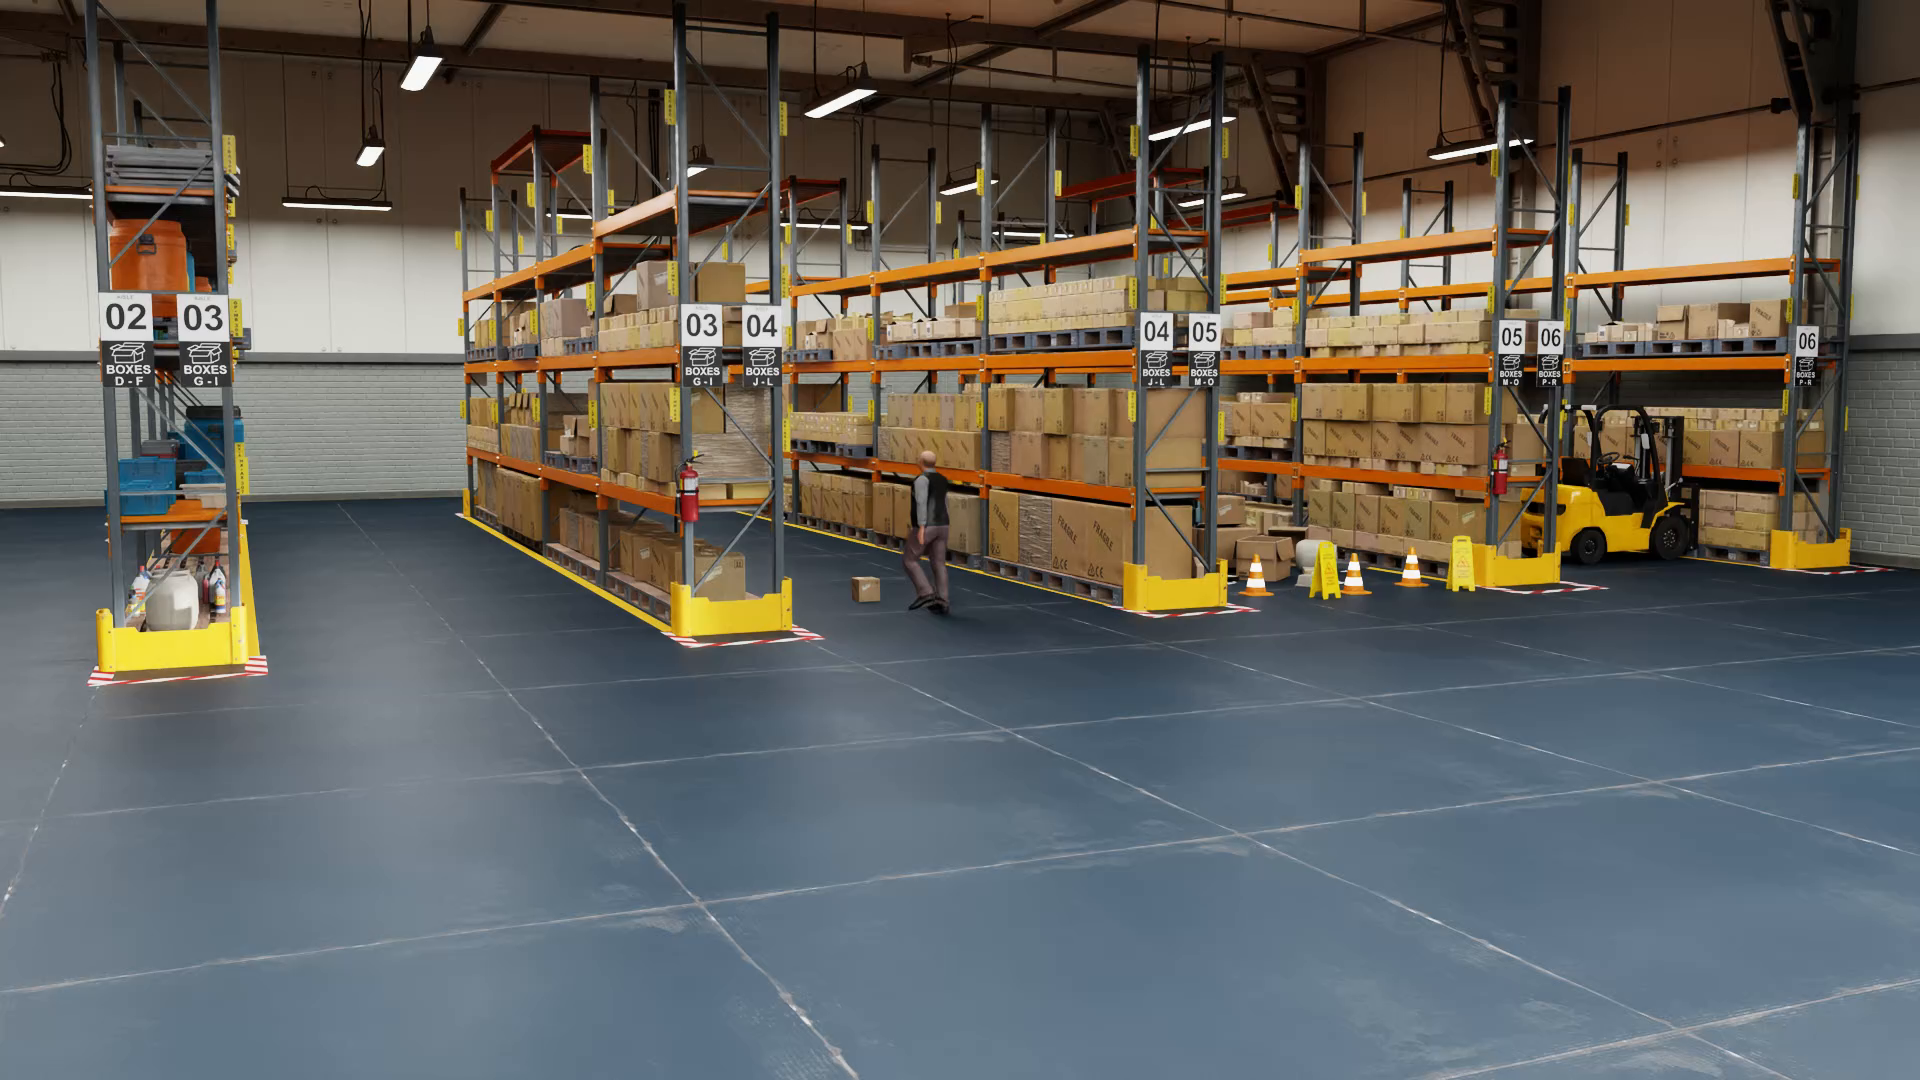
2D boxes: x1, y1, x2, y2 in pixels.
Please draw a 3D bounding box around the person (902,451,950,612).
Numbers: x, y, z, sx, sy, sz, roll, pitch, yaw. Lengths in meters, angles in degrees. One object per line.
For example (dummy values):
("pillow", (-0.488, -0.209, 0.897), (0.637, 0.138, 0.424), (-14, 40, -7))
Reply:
("person", (-0.302, -0.099, 17.754), (0.529, 1.704, 0.564), (5, 7, 43))
